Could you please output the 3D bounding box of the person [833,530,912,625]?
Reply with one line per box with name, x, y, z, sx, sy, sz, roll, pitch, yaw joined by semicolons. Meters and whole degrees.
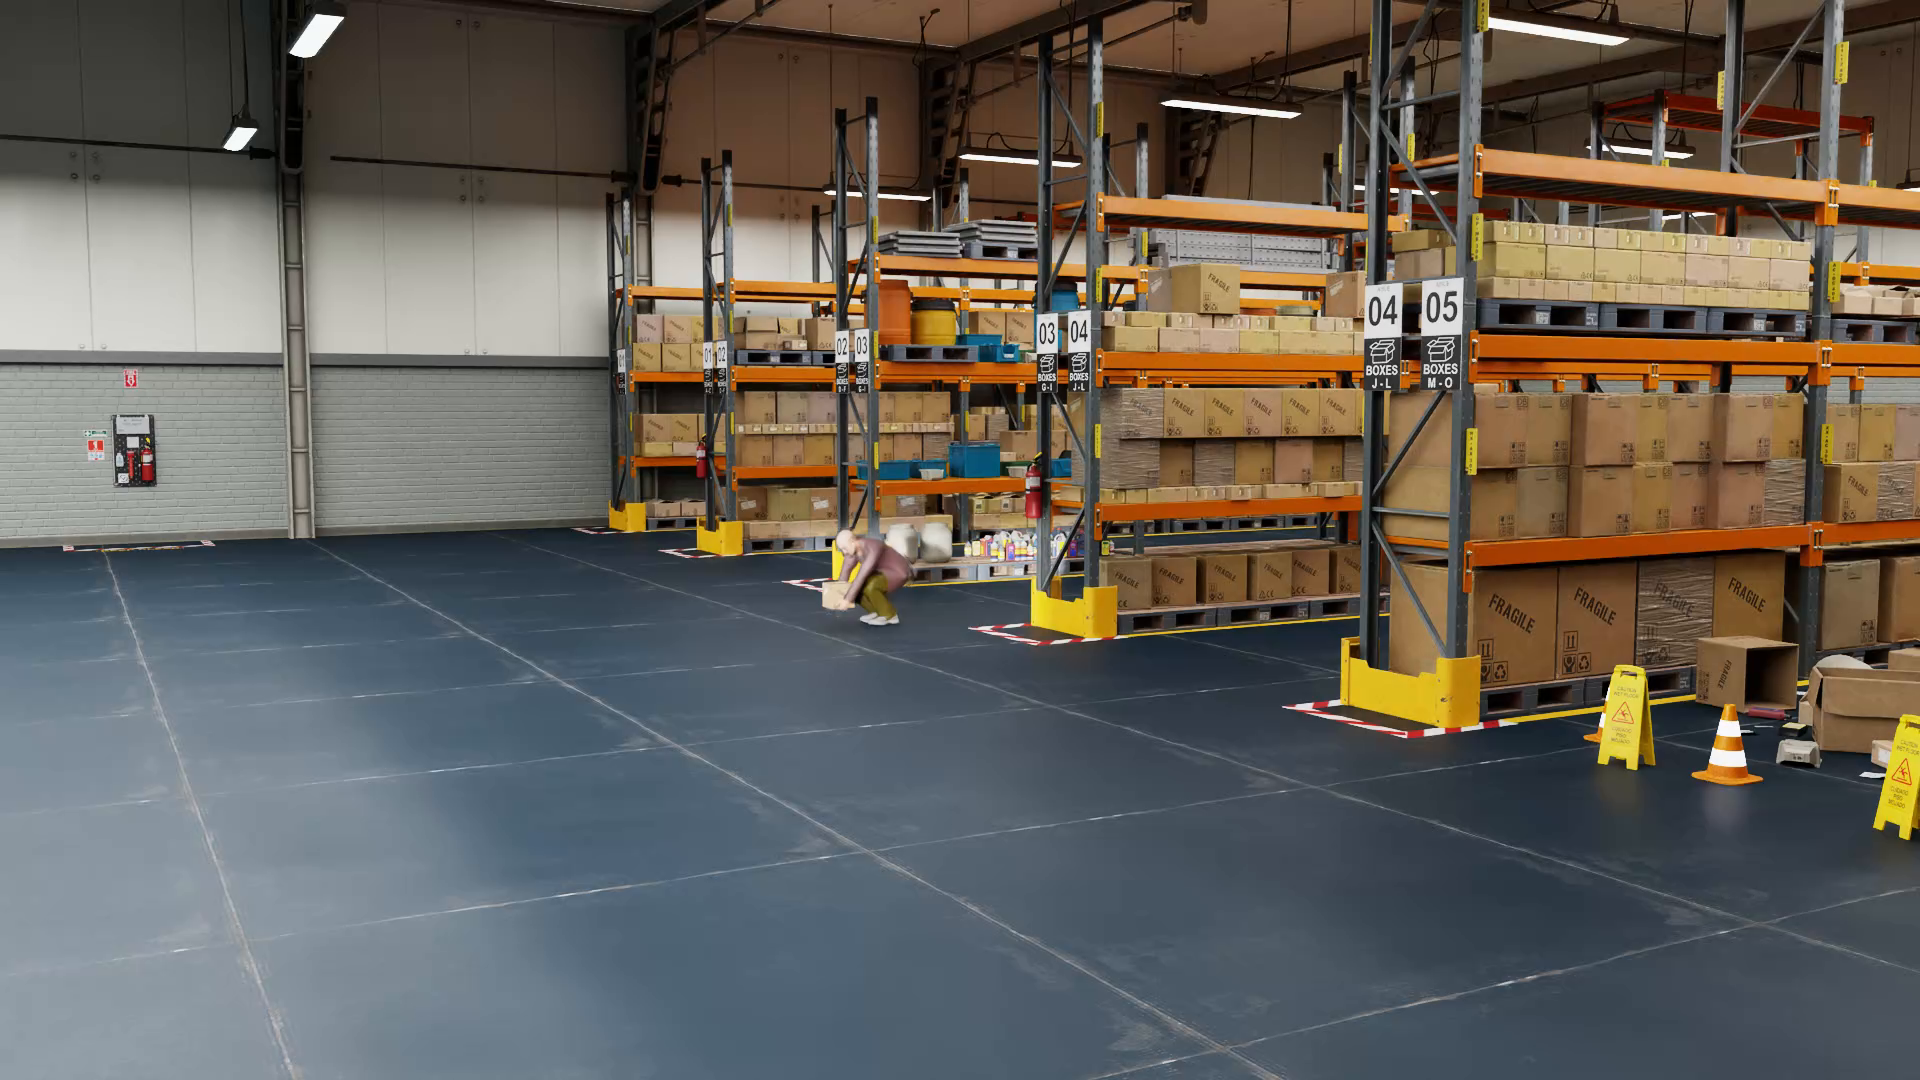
person;-0.941;0.394;17.310;0.936;0.974;0.579;-3;6;-30
